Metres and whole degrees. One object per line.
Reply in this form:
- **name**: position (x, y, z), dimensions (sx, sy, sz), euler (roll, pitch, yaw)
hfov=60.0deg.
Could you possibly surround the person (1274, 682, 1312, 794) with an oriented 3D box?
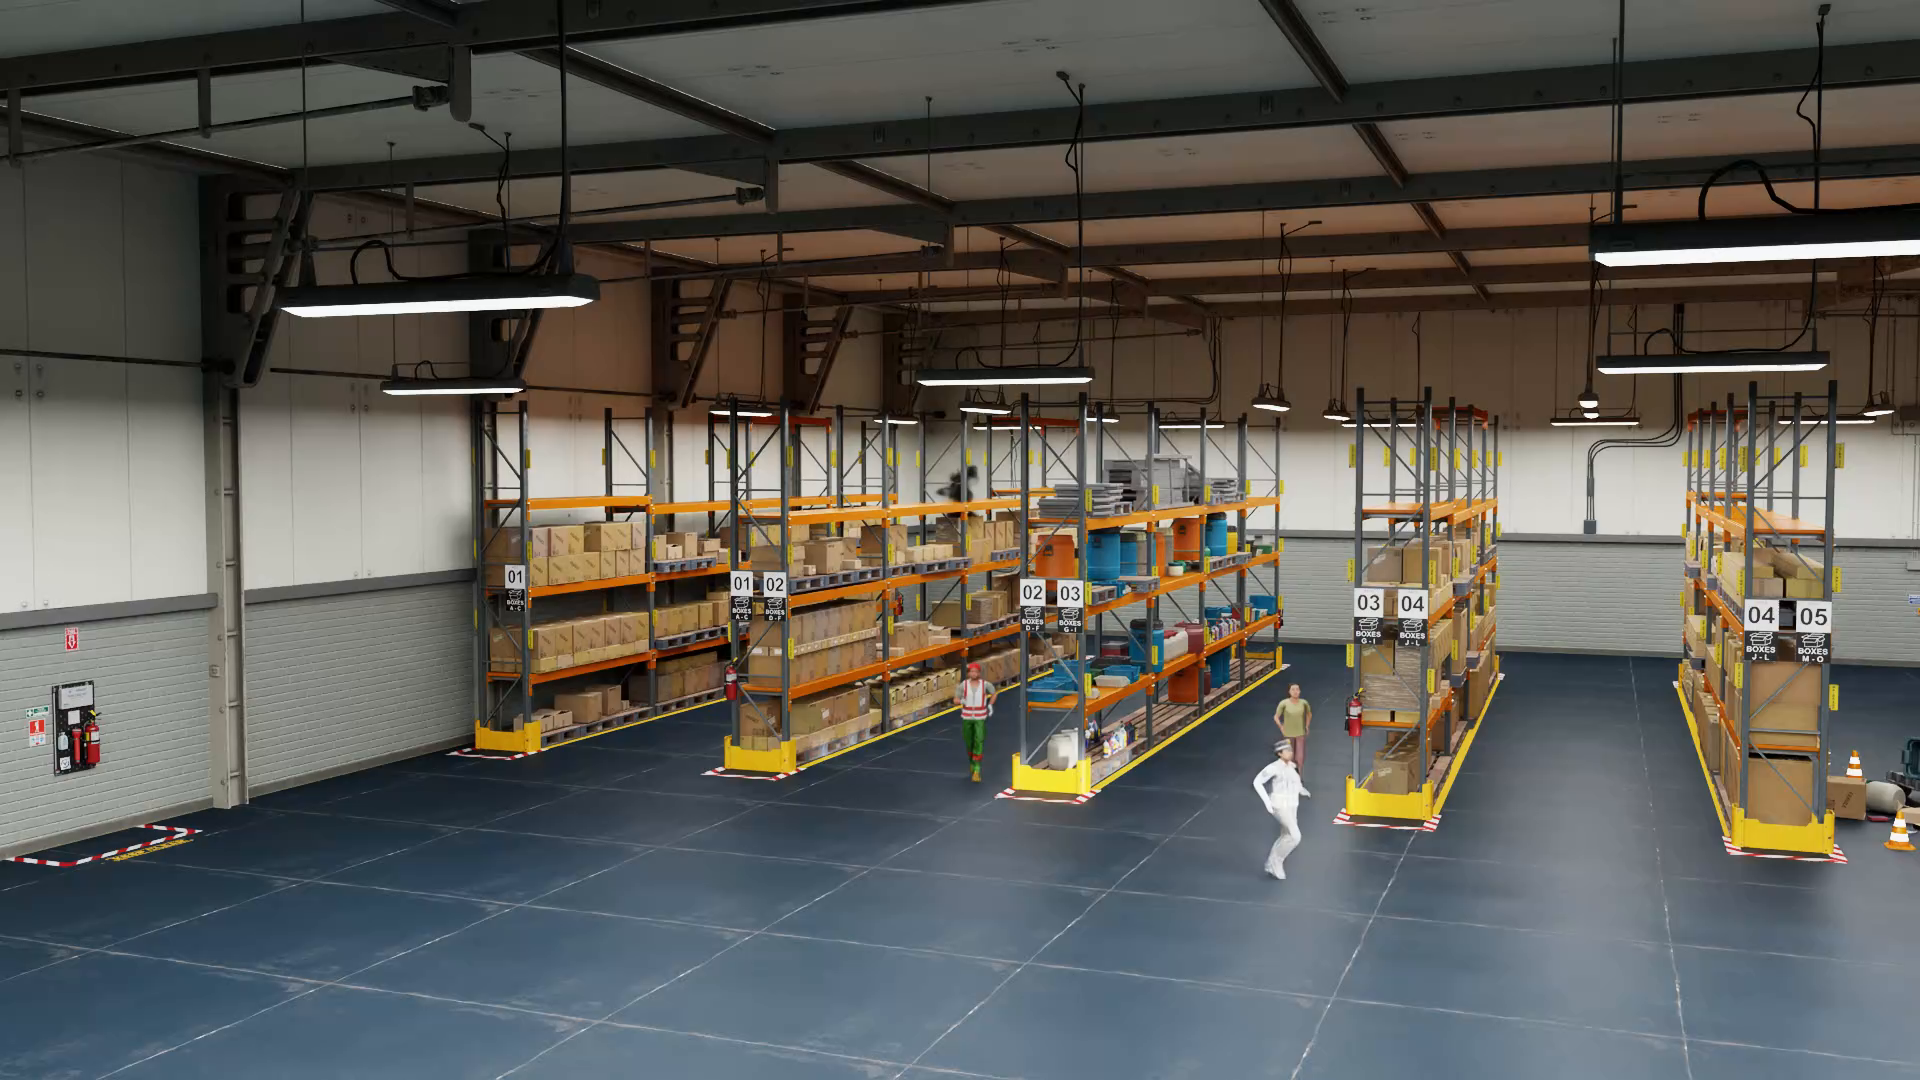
- **person**: position (5.058, 2.968, 25.203), dimensions (0.581, 1.645, 0.756), euler (0, 3, 2)

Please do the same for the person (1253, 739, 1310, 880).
- **person**: position (3.872, 3.192, 19.747), dimensions (0.583, 1.667, 0.649), euler (-3, 4, -43)

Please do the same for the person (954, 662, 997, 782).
- **person**: position (0.222, 2.809, 25.969), dimensions (0.652, 1.793, 0.914), euler (0, 3, 7)
